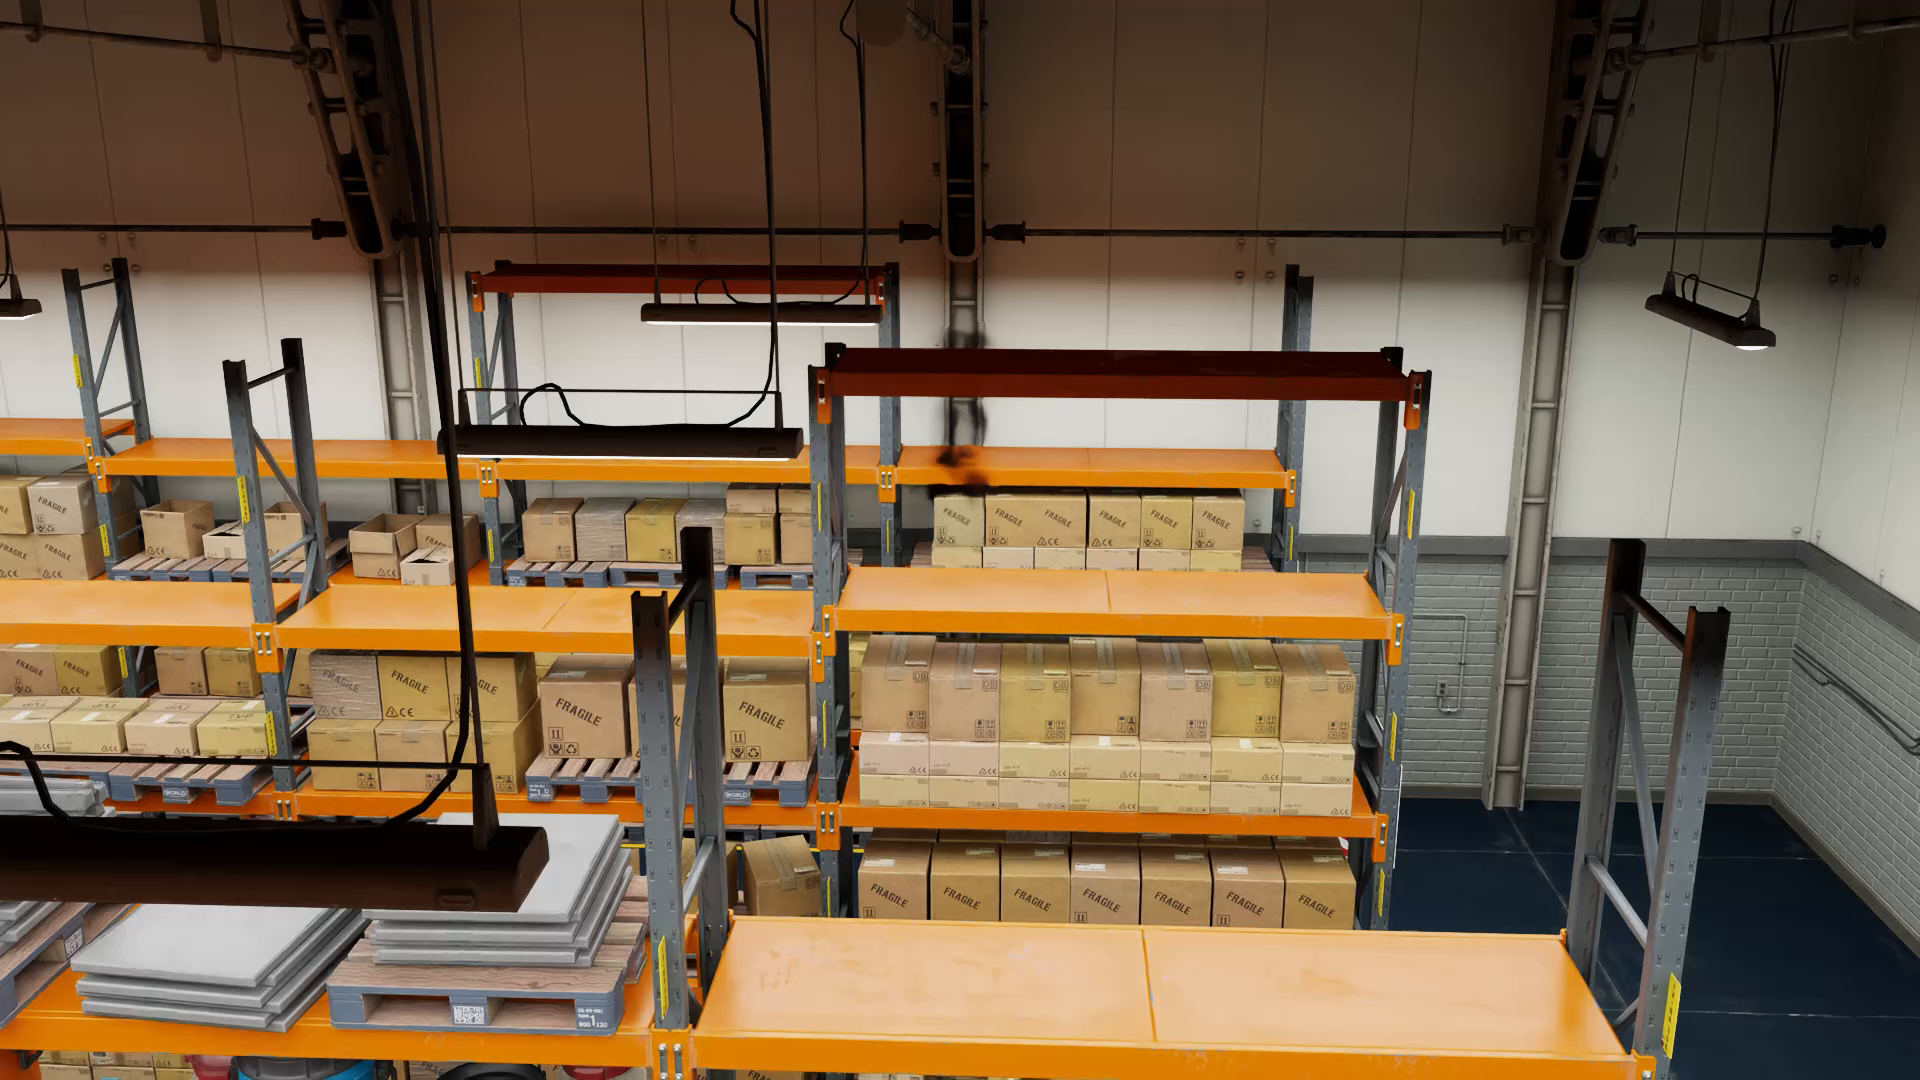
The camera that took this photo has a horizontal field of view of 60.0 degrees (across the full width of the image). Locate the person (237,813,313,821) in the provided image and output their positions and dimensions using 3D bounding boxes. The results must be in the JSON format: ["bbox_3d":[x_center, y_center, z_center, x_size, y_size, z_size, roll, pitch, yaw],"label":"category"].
[{"bbox_3d":[-6.118,3.070,14.898,0.955,1.706,0.690,0,16,1],"label":"person"}]
